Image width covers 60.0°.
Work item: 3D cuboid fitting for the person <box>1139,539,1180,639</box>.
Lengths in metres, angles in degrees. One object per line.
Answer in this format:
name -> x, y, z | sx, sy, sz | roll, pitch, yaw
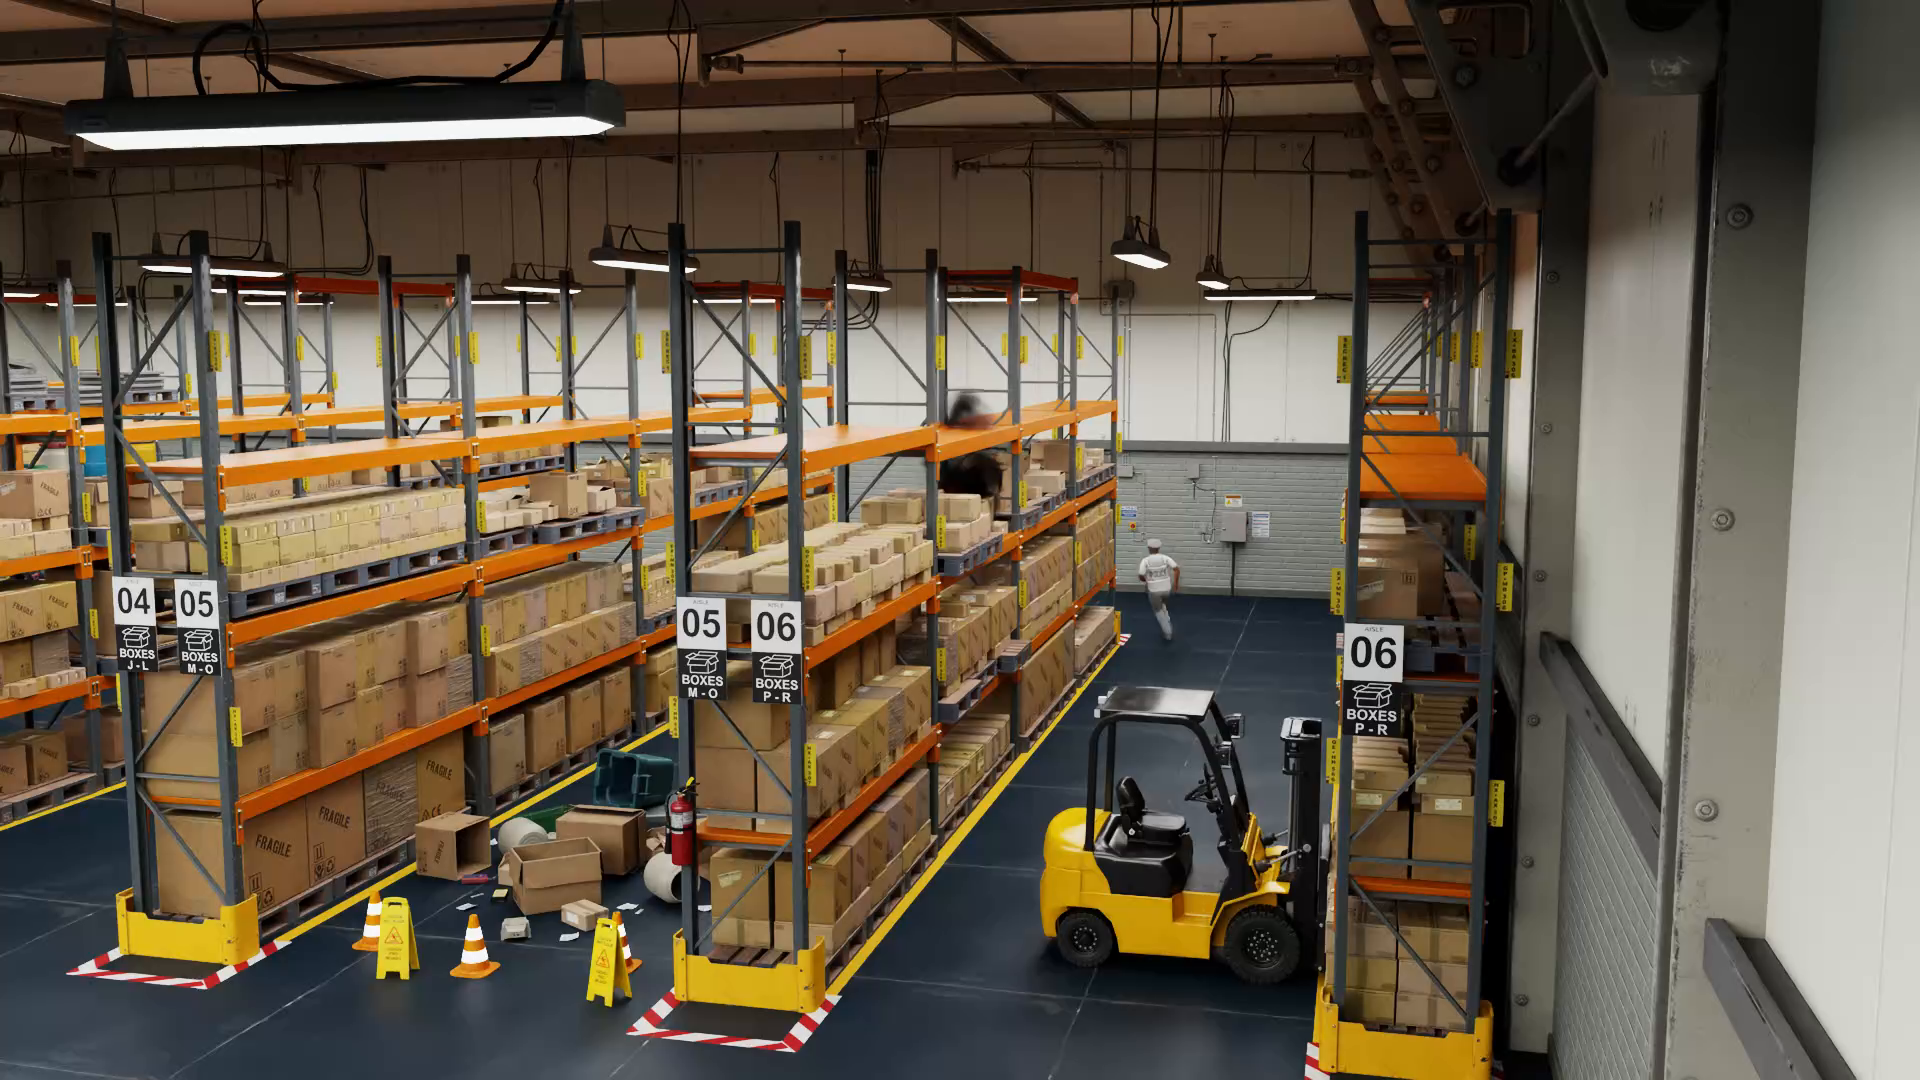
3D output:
person -> 3.365, 0.822, 28.523 | 0.666, 1.713, 0.636 | -2, 7, -17
